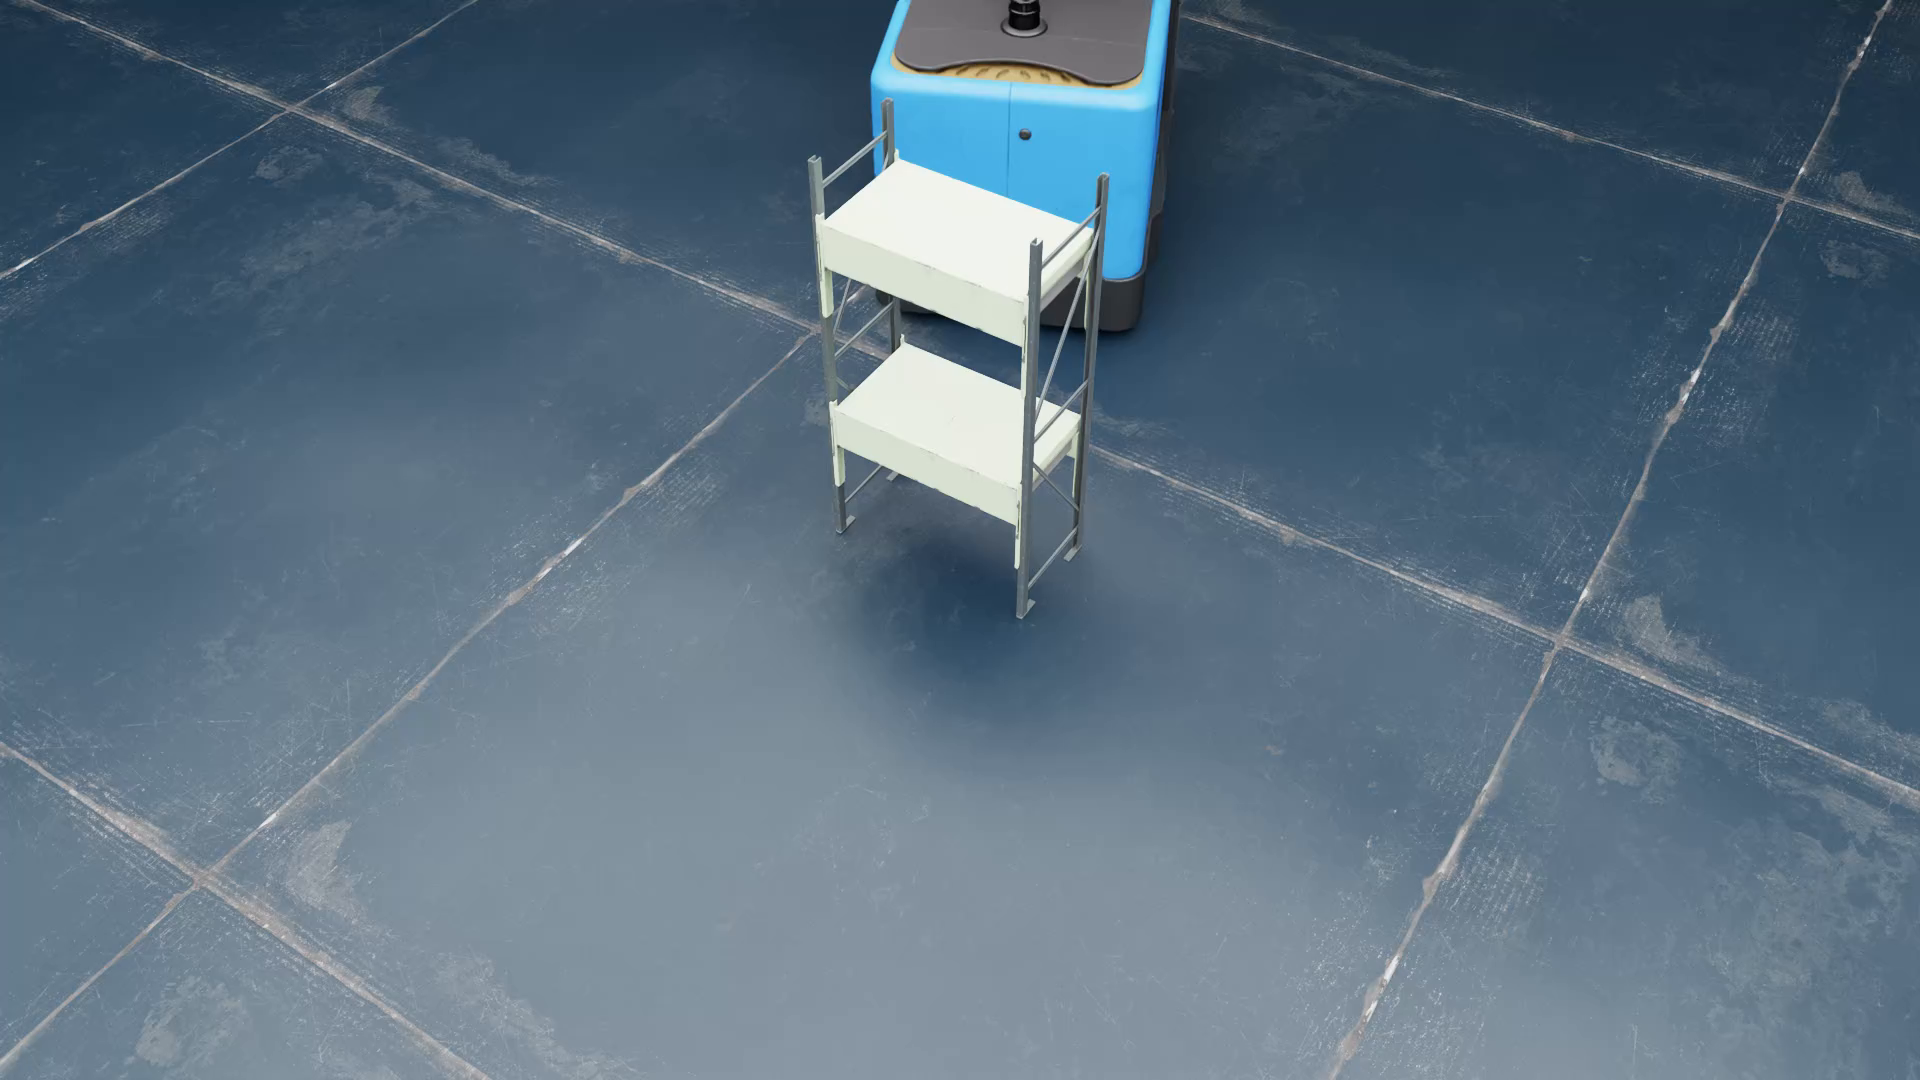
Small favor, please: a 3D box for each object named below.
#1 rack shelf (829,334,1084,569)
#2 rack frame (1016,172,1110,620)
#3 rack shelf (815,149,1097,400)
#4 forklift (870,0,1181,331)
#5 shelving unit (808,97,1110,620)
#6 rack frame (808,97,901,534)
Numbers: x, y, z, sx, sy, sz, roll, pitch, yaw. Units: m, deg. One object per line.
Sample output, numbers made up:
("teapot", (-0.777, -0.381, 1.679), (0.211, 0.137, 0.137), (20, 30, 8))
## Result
("rack shelf", (-0.006, -0.298, 5.448), (0.720, 0.370, 0.431), (25, 51, 22))
("rack frame", (0.302, -0.384, 5.077), (0.023, 1.500, 0.400), (25, 51, 22))
("rack shelf", (-0.006, -0.797, 4.935), (0.720, 0.370, 0.431), (25, 51, 22))
("forklift", (0.400, -2.898, 6.523), (1.130, 2.935, 3.031), (6, 46, 6))
("shelving unit", (-0.006, -0.525, 5.215), (0.755, 1.500, 0.431), (25, 51, 22))
("rack frame", (-0.314, -0.667, 5.352), (0.023, 1.500, 0.400), (25, 51, 22))
